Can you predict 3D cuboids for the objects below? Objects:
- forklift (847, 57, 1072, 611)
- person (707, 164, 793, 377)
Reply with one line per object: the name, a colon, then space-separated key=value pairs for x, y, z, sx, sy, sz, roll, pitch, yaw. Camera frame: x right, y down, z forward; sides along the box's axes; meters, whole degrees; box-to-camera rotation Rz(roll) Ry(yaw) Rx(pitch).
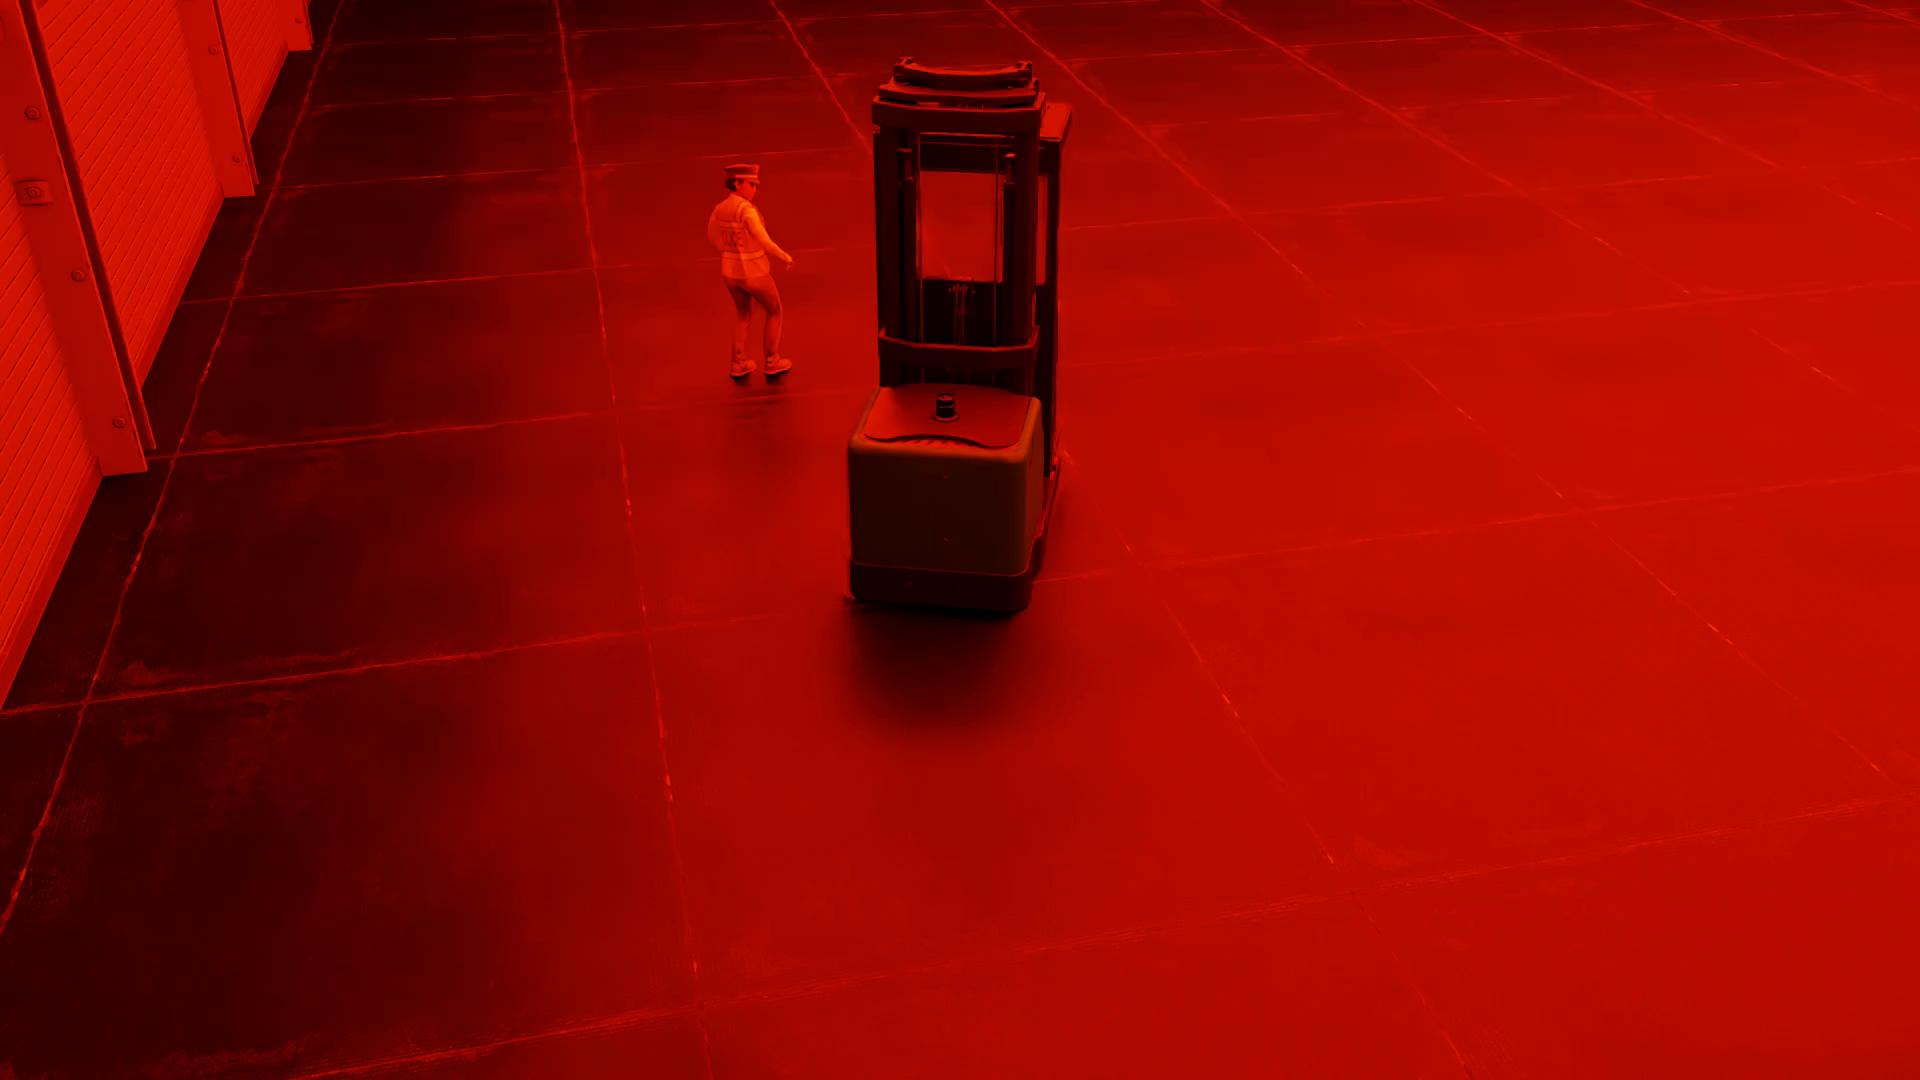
forklift: x=0.078 y=-1.574 z=10.294 sx=1.130 sy=2.935 sz=3.031 roll=4 pitch=30 yaw=7
person: x=-1.569 y=-1.990 z=12.336 sx=0.712 sy=1.632 sz=0.483 roll=19 pitch=35 yaw=29
